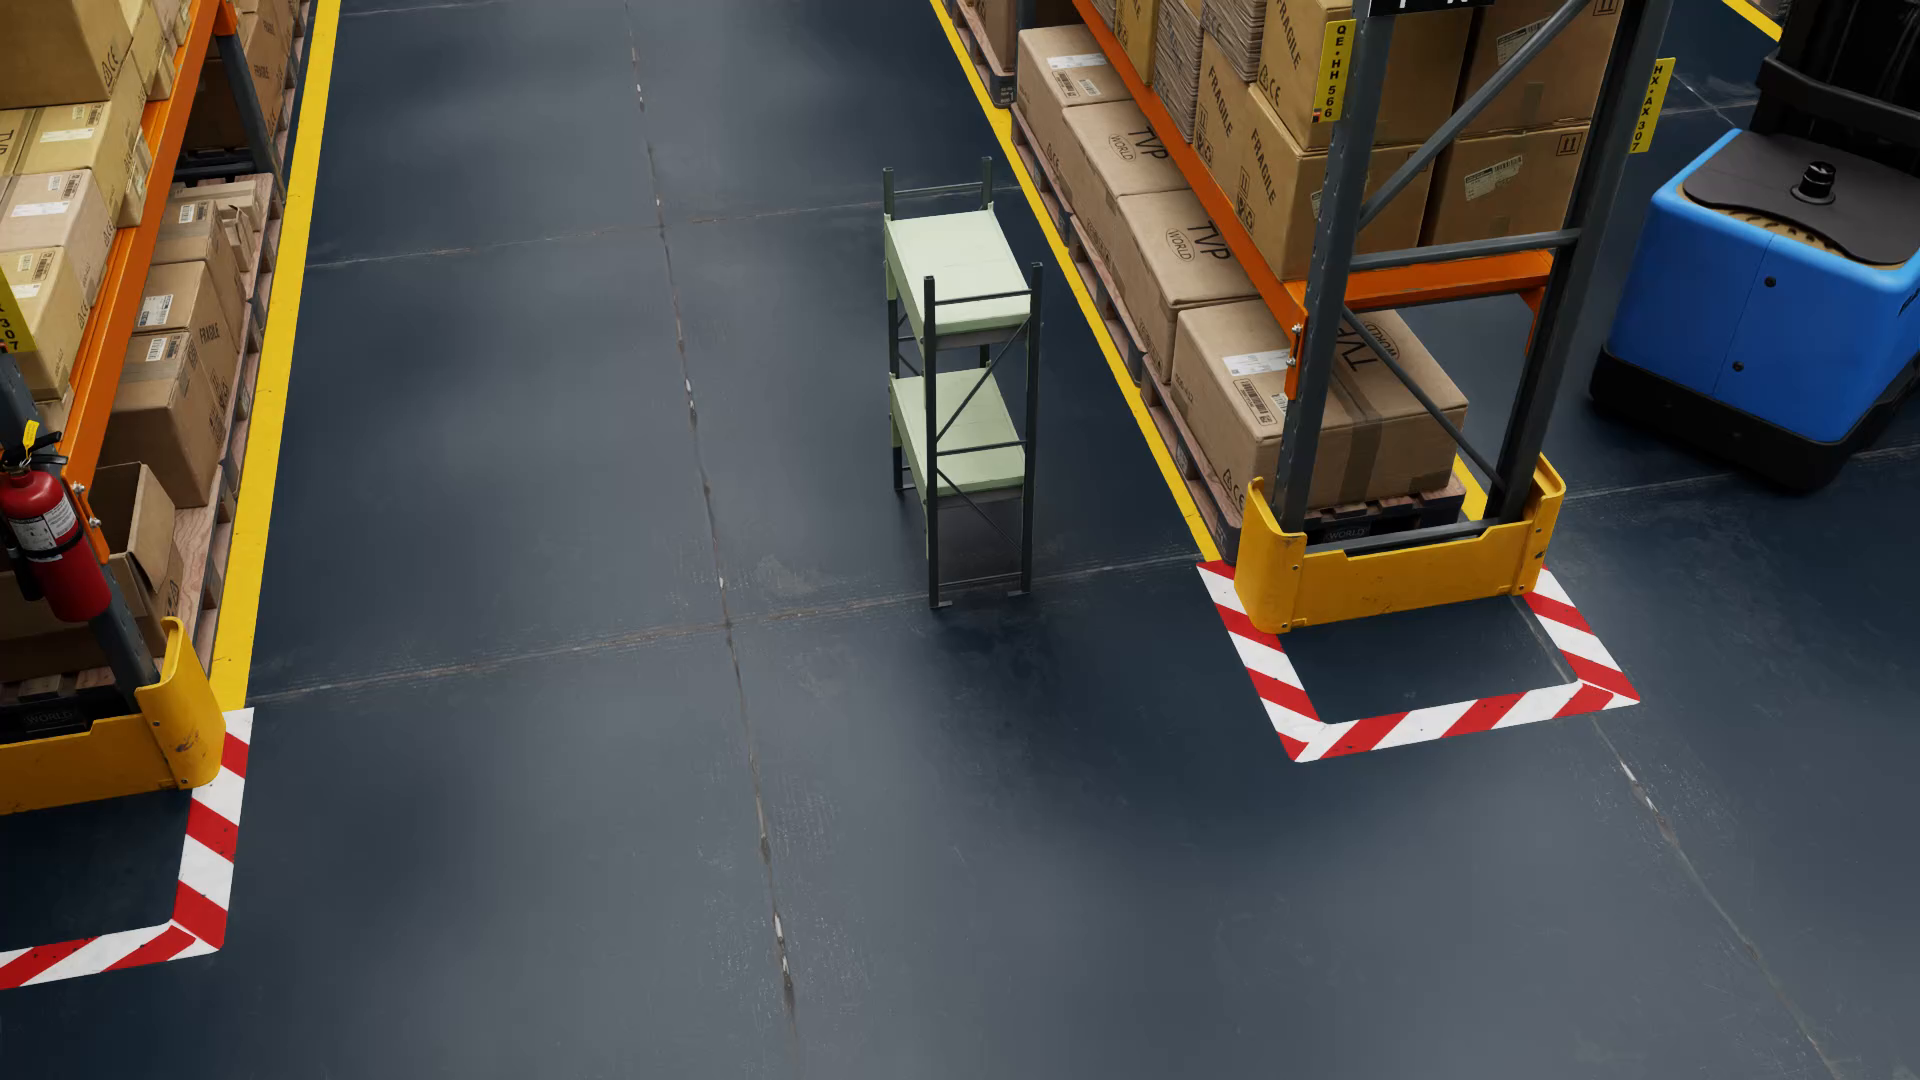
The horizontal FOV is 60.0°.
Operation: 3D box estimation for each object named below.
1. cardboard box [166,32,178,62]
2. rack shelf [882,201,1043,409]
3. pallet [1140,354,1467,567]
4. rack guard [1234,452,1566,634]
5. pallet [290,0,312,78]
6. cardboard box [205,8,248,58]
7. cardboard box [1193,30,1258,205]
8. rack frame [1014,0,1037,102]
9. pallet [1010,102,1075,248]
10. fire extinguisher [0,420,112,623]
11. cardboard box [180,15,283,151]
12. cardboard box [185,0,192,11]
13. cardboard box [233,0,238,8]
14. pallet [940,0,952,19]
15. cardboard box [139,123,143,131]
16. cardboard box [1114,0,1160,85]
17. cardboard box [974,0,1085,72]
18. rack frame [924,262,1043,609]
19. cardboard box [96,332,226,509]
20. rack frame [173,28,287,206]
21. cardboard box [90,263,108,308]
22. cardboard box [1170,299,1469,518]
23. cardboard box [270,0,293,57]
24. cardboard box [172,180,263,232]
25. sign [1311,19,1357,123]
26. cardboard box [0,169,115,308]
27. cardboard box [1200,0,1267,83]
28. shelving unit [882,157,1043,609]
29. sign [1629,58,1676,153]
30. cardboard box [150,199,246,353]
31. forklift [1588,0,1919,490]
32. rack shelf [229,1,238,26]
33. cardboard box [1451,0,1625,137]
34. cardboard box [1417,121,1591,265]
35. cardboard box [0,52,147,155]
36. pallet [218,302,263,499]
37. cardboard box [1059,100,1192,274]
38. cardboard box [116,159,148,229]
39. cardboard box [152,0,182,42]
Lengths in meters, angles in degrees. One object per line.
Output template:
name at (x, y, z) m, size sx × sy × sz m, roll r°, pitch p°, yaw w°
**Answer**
cardboard box at (-3.539, -2.074, 7.016) m, size 0.380 × 0.149 × 0.250 m, roll -7°, pitch 42°, yaw -8°
rack shelf at (-0.001, -0.857, 5.998) m, size 0.431 × 0.370 × 0.720 m, roll -8°, pitch 42°, yaw -9°
pallet at (1.418, -0.428, 7.073) m, size 1.003 × 0.211 × 1.213 m, roll -8°, pitch 42°, yaw -9°
rack guard at (1.673, -0.013, 6.389) m, size 1.175 × 0.500 × 0.348 m, roll -8°, pitch 42°, yaw -9°
pallet at (-4.521, -3.114, 10.099) m, size 1.003 × 0.211 × 1.213 m, roll -8°, pitch 42°, yaw -9°
cardboard box at (-3.859, -2.578, 8.473) m, size 0.380 × 0.149 × 0.250 m, roll -6°, pitch 42°, yaw -7°
cardboard box at (1.211, -1.603, 6.222) m, size 0.500 × 0.500 × 0.500 m, roll -9°, pitch 42°, yaw -10°
rack frame at (0.804, -3.557, 8.497) m, size 1.000 × 3.000 × 0.127 m, roll -8°, pitch 42°, yaw -9°
pallet at (0.892, -2.010, 8.855) m, size 1.003 × 0.211 × 1.213 m, roll -8°, pitch 42°, yaw -9°
fire extinguisher at (-2.695, -0.053, 4.889) m, size 0.296 × 0.674 × 0.183 m, roll -8°, pitch 42°, yaw -9°
cardboard box at (-3.926, -2.411, 8.773) m, size 0.500 × 0.500 × 0.500 m, roll -7°, pitch 42°, yaw -7°
cardboard box at (-3.649, -2.413, 7.398) m, size 0.380 × 0.149 × 0.250 m, roll -7°, pitch 42°, yaw -8°
cardboard box at (-4.061, -2.912, 8.849) m, size 0.380 × 0.149 × 0.250 m, roll -10°, pitch 43°, yaw -12°
pallet at (0.297, -3.796, 10.867) m, size 1.003 × 0.211 × 1.213 m, roll -8°, pitch 42°, yaw -9°
cardboard box at (-3.411, -1.576, 6.455) m, size 0.380 × 0.149 × 0.250 m, roll -8°, pitch 42°, yaw -9°
cardboard box at (0.967, -2.268, 6.971) m, size 0.500 × 0.500 × 0.500 m, roll -7°, pitch 42°, yaw -8°
cardboard box at (0.592, -3.310, 9.503) m, size 0.875 × 0.875 × 0.875 m, roll -7°, pitch 42°, yaw -8°
rack frame at (0.078, -0.328, 5.990) m, size 0.400 × 1.500 × 0.023 m, roll -8°, pitch 42°, yaw -9°
cardboard box at (-3.364, -0.442, 6.555) m, size 0.700 × 0.500 × 0.500 m, roll -7°, pitch 42°, yaw -8°
rack frame at (-4.042, -2.843, 7.693) m, size 1.000 × 3.000 × 0.127 m, roll -8°, pitch 42°, yaw -9°
cardboard box at (-3.167, -0.905, 5.699) m, size 0.380 × 0.149 × 0.250 m, roll -7°, pitch 42°, yaw -8°
cardboard box at (1.427, -0.576, 6.753) m, size 0.875 × 0.438 × 0.875 m, roll -10°, pitch 43°, yaw -11°
cardboard box at (-4.154, -3.079, 9.526) m, size 0.500 × 0.500 × 0.500 m, roll -10°, pitch 42°, yaw -11°
cardboard box at (-3.635, -1.615, 8.141) m, size 0.380 × 0.149 × 0.250 m, roll -10°, pitch 42°, yaw -11°
sign at (1.135, -1.417, 5.036) m, size 0.100 × 0.325 × 0.005 m, roll -8°, pitch 42°, yaw -9°
cardboard box at (-3.122, -0.965, 5.466) m, size 0.500 × 0.250 × 0.500 m, roll -8°, pitch 42°, yaw -9°
cardboard box at (1.189, -1.988, 5.902) m, size 0.500 × 0.500 × 0.500 m, roll -8°, pitch 42°, yaw -9°
shelving unit at (-0.001, -0.565, 6.257) m, size 0.431 × 1.500 × 0.755 m, roll -8°, pitch 42°, yaw -9°
sign at (2.211, -1.393, 5.348) m, size 0.100 × 0.325 × 0.005 m, roll -8°, pitch 42°, yaw -9°
cardboard box at (-3.588, -1.115, 7.313) m, size 0.700 × 0.500 × 0.500 m, roll -10°, pitch 43°, yaw -11°
forklift at (4.162, -2.191, 7.011) m, size 1.130 × 2.935 × 3.031 m, roll 32°, pitch 50°, yaw 31°
rack shelf at (-4.473, -3.870, 9.392) m, size 1.077 × 0.370 × 4.000 m, roll -8°, pitch 42°, yaw -9°
cardboard box at (1.842, -1.727, 5.608) m, size 0.500 × 0.500 × 0.500 m, roll -9°, pitch 42°, yaw -10°
cardboard box at (1.844, -1.353, 5.940) m, size 0.500 × 0.500 × 0.500 m, roll -9°, pitch 42°, yaw -10°
cardboard box at (-3.366, -1.621, 6.206) m, size 0.500 × 0.250 × 0.500 m, roll -9°, pitch 42°, yaw -10°
pallet at (-3.628, -0.562, 7.225) m, size 1.003 × 0.211 × 1.213 m, roll -8°, pitch 42°, yaw -9°
cardboard box at (1.029, -1.753, 8.079) m, size 0.875 × 0.438 × 0.875 m, roll -10°, pitch 42°, yaw -11°
cardboard box at (-3.211, -1.251, 6.089) m, size 0.380 × 0.149 × 0.250 m, roll -9°, pitch 42°, yaw -11°
cardboard box at (-3.571, -2.280, 6.948) m, size 0.500 × 0.250 × 0.500 m, roll -8°, pitch 42°, yaw -9°
